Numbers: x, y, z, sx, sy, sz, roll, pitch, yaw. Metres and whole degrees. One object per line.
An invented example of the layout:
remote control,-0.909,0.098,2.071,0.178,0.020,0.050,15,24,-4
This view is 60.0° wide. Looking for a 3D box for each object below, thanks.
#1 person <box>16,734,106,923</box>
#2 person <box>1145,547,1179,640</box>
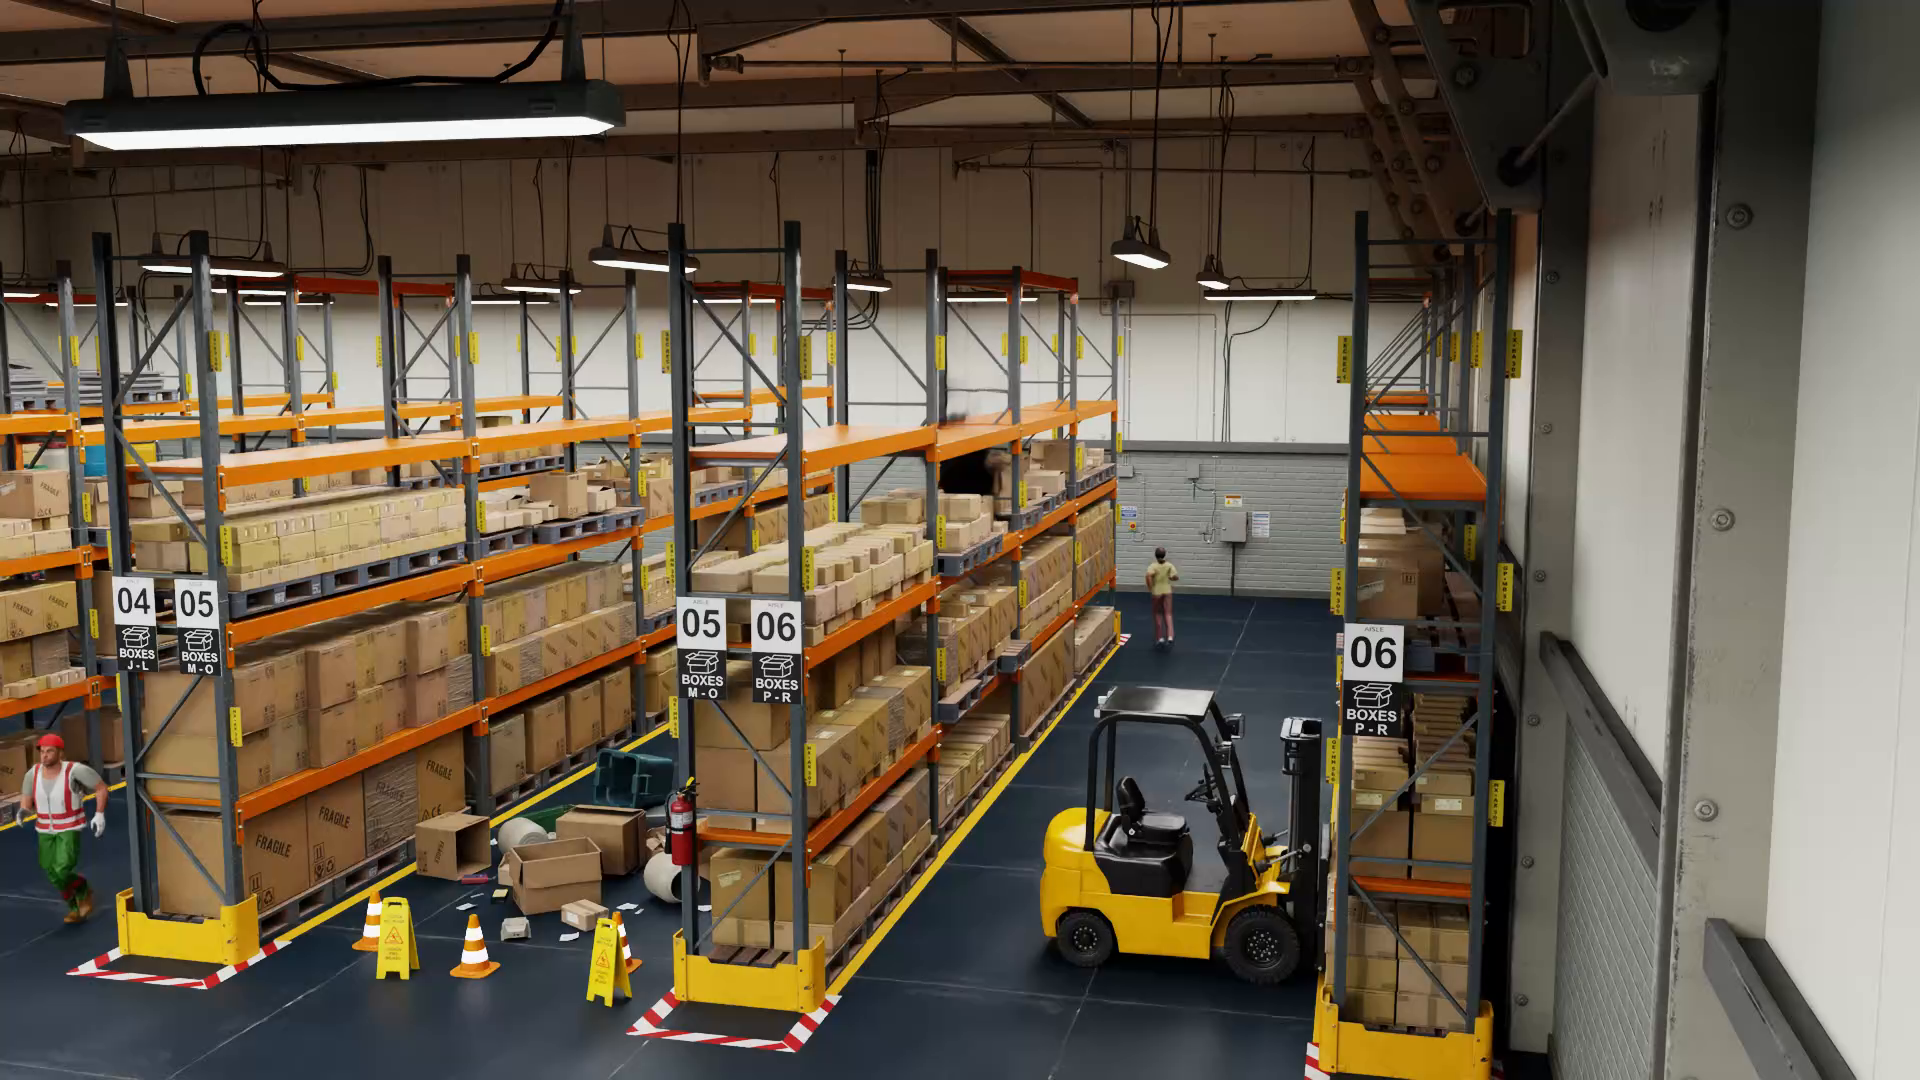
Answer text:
person,-7.821,2.539,14.500,0.555,1.730,0.658,0,7,1
person,3.351,0.905,27.655,0.585,1.582,0.716,0,7,-2
